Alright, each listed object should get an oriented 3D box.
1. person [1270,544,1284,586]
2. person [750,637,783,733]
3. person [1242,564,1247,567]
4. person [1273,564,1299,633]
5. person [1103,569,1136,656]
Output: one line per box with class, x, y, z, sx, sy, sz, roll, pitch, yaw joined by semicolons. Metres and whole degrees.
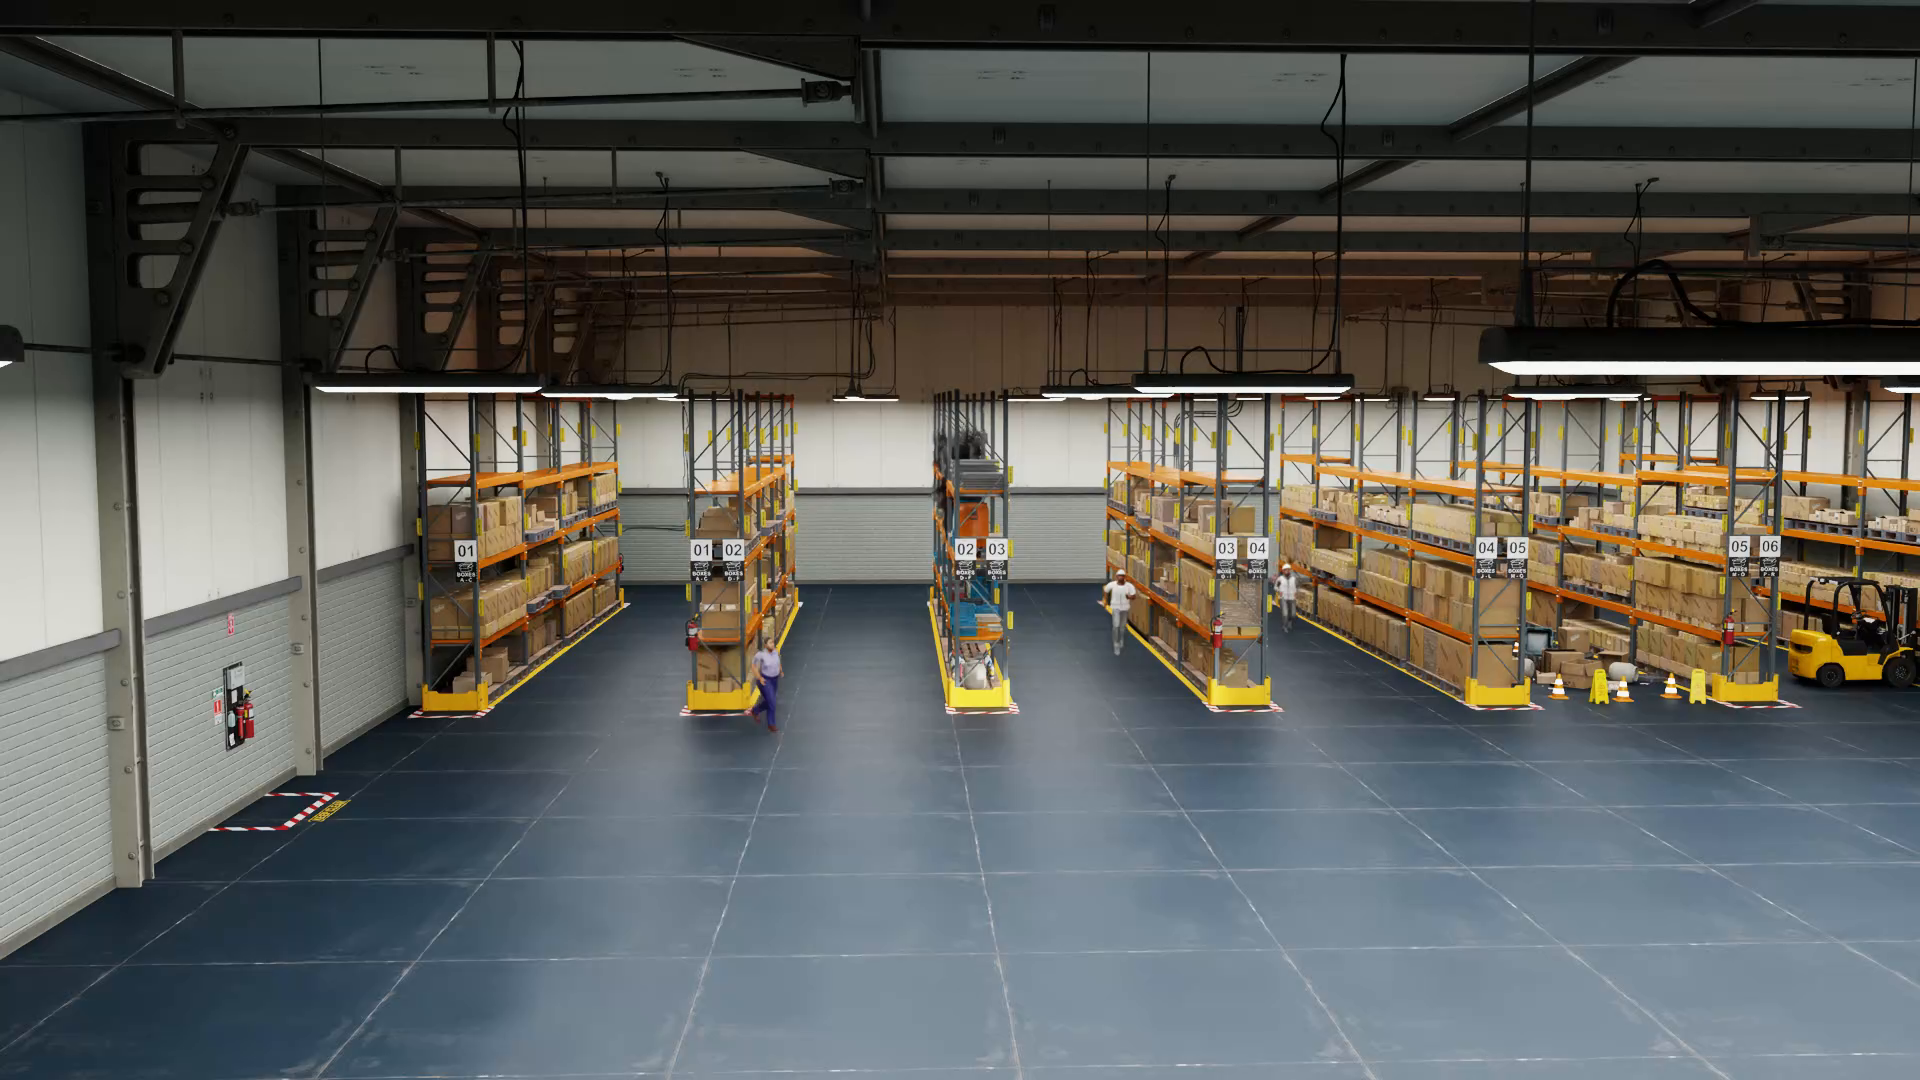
person;9.435;0.920;48.961;0.625;1.625;0.596;0;5;2
person;-3.408;2.541;29.284;0.767;1.631;0.605;4;6;37
person;8.024;1.123;45.988;0.673;1.786;0.928;0;5;5
person;8.186;1.467;41.622;0.656;1.722;0.603;0;5;-1
person;3.531;1.576;36.612;0.674;1.868;0.746;0;5;-5
